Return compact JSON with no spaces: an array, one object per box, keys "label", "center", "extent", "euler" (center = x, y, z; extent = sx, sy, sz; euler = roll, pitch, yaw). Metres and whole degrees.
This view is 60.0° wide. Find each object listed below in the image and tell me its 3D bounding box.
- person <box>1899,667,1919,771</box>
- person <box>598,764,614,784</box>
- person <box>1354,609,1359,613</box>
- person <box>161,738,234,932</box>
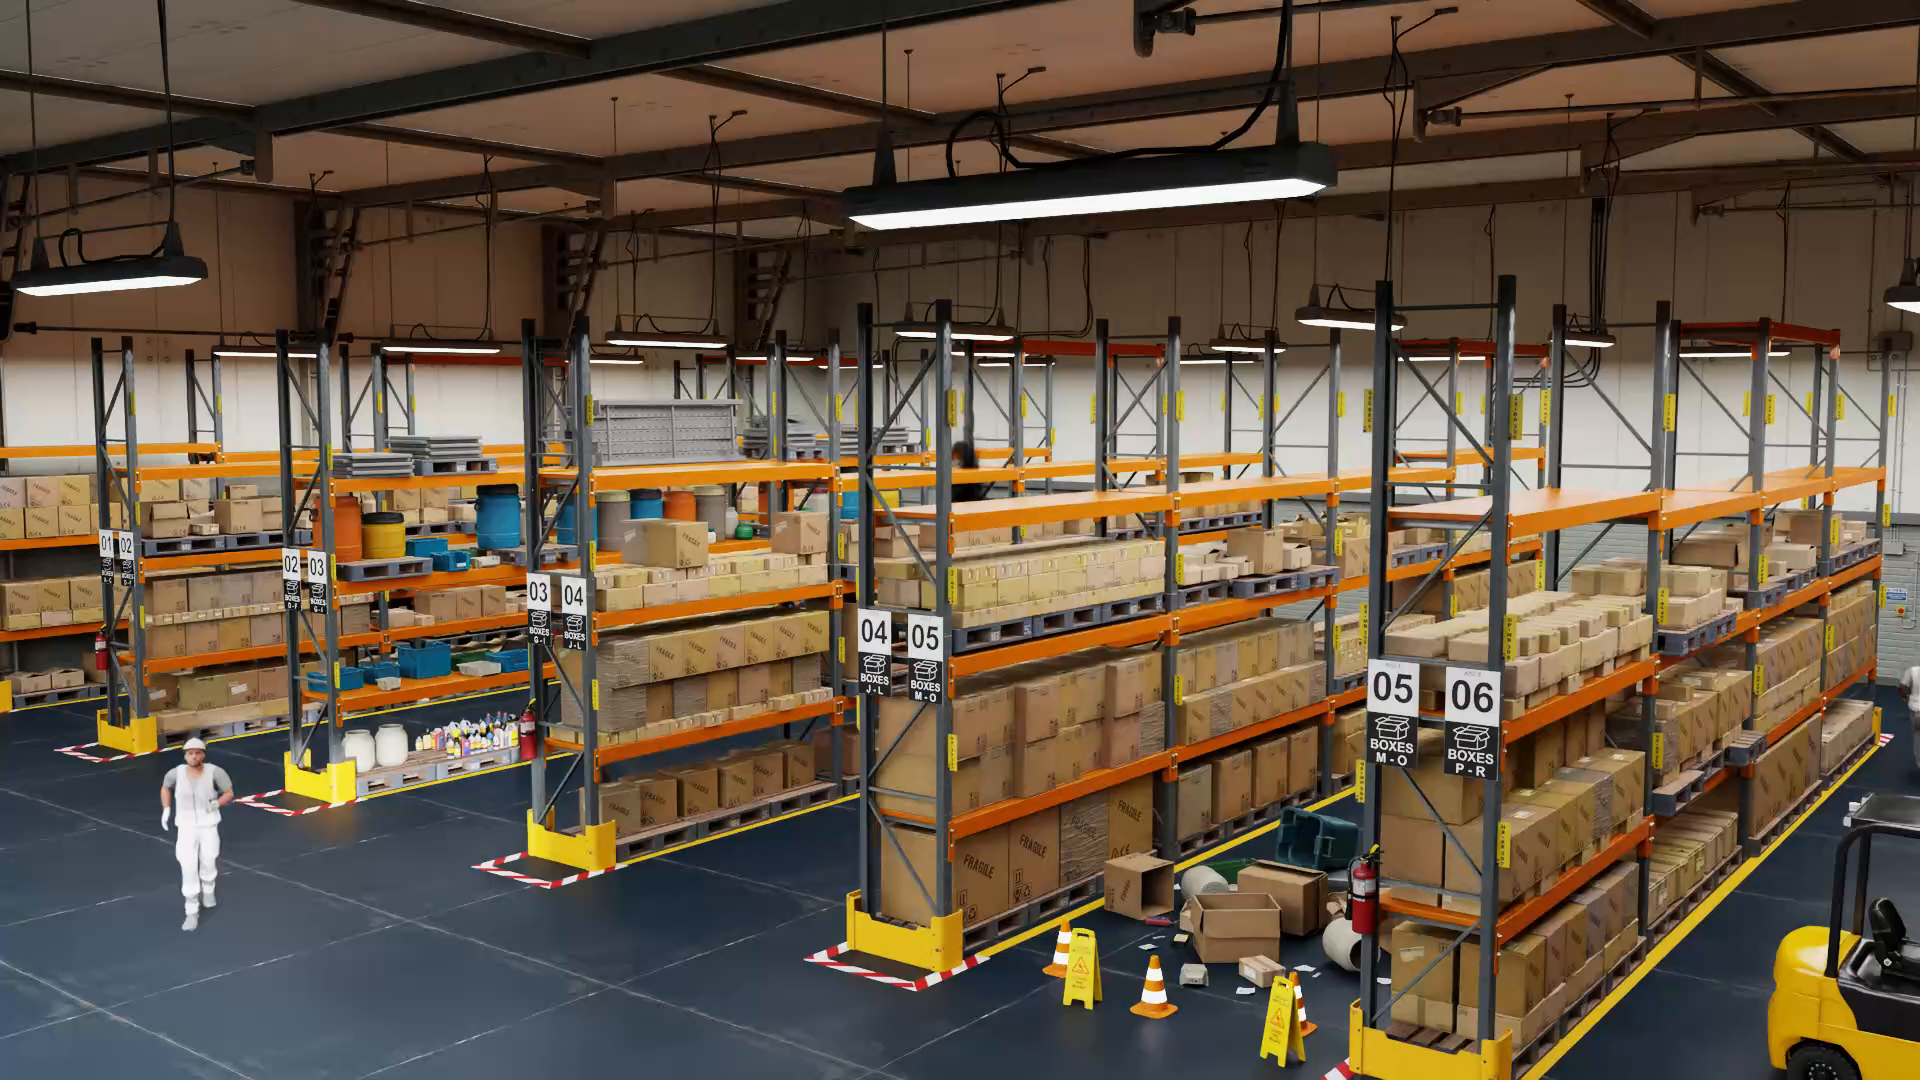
[{"label":"person","center":[13.224,2.322,22.755],"extent":[0.670,1.743,0.689],"euler":[2,6,26]},{"label":"person","center":[-4.502,2.500,20.622],"extent":[0.635,1.822,0.756],"euler":[4,6,37]},{"label":"person","center":[6.666,1.964,27.461],"extent":[0.614,1.707,0.767],"euler":[4,6,36]},{"label":"person","center":[-7.507,2.841,16.398],"extent":[0.660,1.821,0.852],"euler":[-2,5,-23]}]
